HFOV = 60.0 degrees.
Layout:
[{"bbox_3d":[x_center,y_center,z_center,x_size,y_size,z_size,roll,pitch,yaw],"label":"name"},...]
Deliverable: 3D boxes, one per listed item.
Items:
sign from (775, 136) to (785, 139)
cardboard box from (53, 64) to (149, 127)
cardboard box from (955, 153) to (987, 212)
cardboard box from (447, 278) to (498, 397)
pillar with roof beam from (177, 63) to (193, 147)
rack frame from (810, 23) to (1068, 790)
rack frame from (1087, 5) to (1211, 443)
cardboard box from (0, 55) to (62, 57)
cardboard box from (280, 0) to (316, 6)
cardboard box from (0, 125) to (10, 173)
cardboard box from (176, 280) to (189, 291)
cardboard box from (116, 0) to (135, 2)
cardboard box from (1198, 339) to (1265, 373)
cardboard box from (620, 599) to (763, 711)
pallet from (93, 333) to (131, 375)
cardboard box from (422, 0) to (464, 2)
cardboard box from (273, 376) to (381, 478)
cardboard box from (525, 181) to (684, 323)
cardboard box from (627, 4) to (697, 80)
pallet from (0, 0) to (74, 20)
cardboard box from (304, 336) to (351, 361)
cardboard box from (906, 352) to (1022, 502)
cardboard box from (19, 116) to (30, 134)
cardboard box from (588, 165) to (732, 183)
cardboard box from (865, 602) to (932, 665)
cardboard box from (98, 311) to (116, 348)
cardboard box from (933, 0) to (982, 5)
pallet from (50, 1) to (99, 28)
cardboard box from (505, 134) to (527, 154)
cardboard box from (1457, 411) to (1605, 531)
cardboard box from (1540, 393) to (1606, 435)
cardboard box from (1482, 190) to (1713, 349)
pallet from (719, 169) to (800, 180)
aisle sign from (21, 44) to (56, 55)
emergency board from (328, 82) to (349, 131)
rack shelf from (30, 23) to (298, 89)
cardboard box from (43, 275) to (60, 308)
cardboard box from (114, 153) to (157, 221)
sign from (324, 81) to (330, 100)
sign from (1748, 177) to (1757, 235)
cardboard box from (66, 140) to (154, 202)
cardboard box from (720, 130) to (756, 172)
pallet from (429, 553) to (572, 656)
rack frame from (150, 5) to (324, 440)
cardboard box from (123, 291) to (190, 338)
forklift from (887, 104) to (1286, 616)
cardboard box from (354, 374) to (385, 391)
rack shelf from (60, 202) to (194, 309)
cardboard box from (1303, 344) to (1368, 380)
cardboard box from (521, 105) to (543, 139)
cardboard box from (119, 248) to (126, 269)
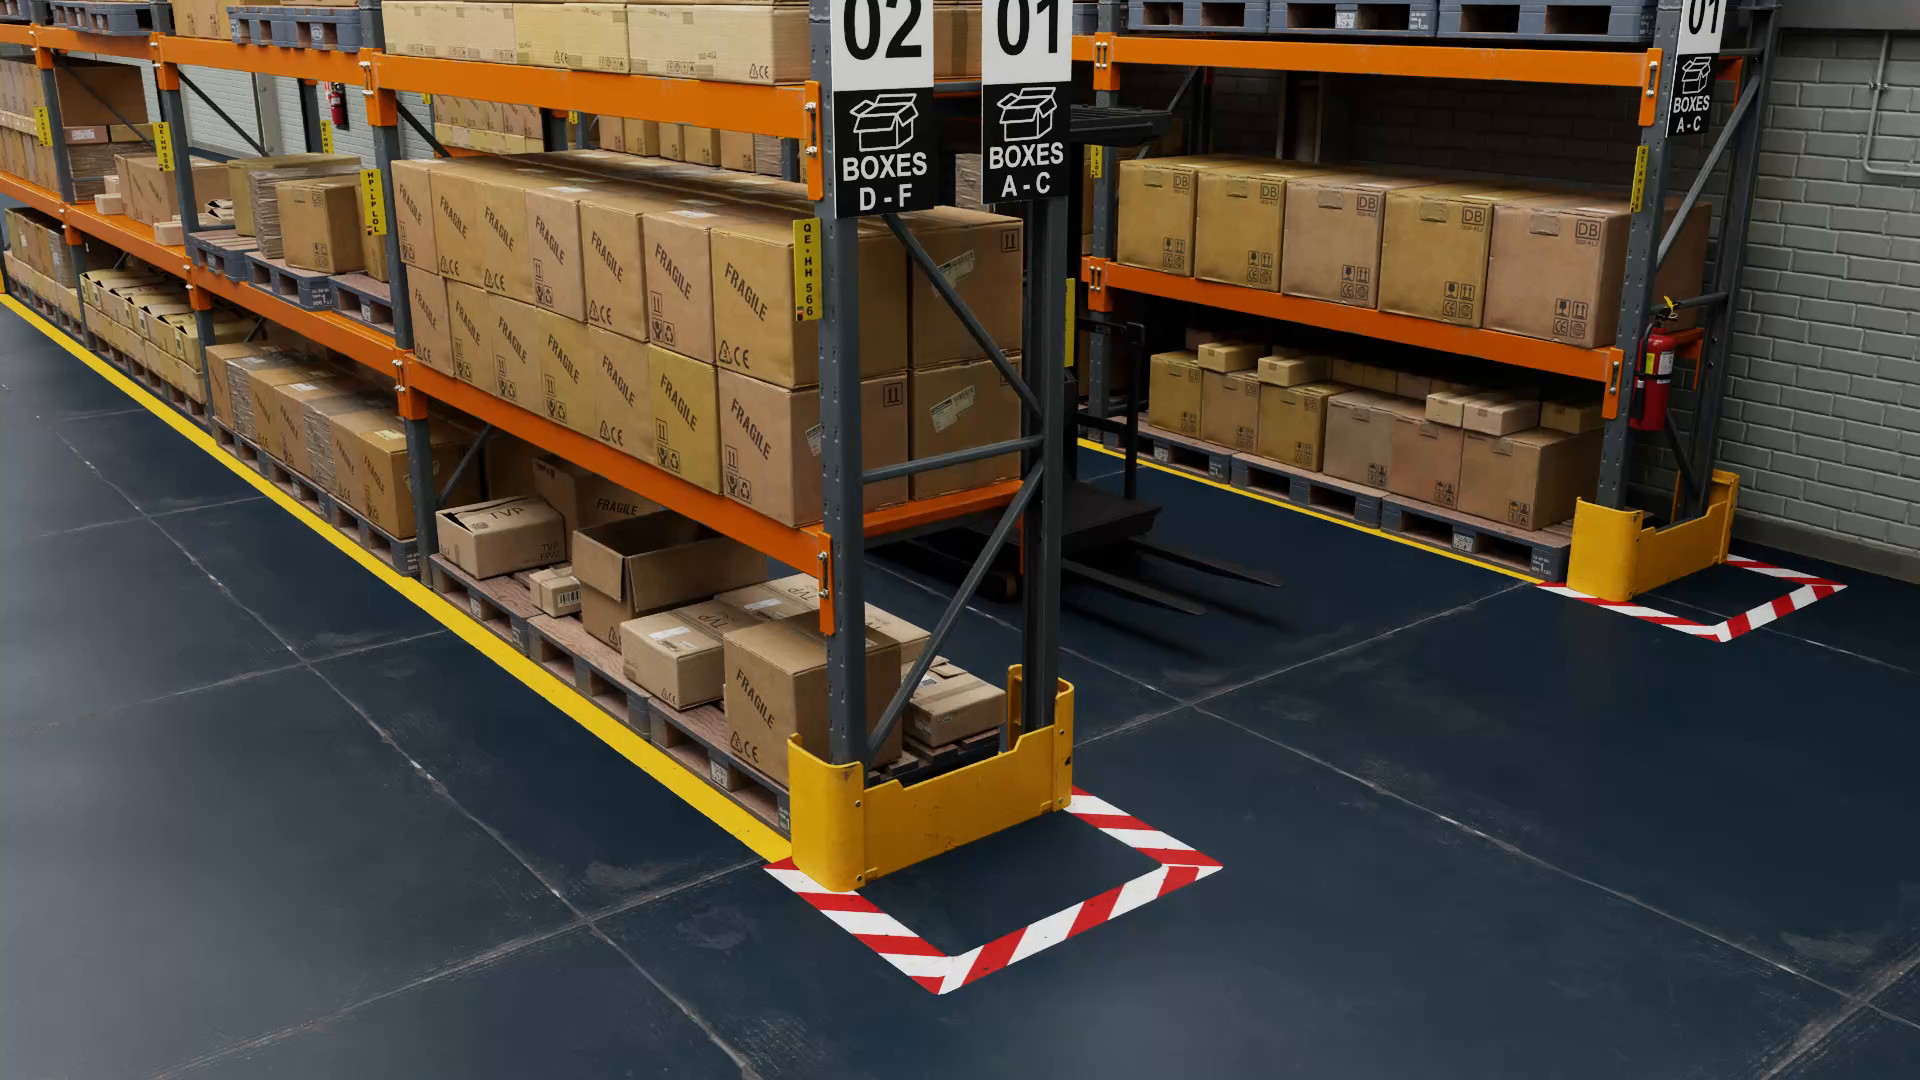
[{"bbox_3d":[-1.550,-3.621,14.310,0.100,0.325,0.005,-14,23,-36],"label":"sign"},{"bbox_3d":[-7.775,-4.006,14.967,0.700,0.500,0.500,-14,23,-36],"label":"cardboard box"},{"bbox_3d":[0.239,-2.743,12.712,0.500,0.500,0.500,-14,23,-36],"label":"cardboard box"},{"bbox_3d":[-2.104,-1.007,7.972,0.500,0.500,0.500,-13,23,-35],"label":"cardboard box"},{"bbox_3d":[-19.535,-11.628,30.663,9.100,9.000,0.400,-14,23,-36],"label":"pillar with roof beam"},{"bbox_3d":[-0.044,-0.278,5.930,1.000,3.000,0.127,-14,23,-36],"label":"rack frame"},{"bbox_3d":[1.353,-2.231,11.830,1.000,3.000,0.127,-14,23,-36],"label":"rack frame"},{"bbox_3d":[-9.666,-4.753,17.223,0.700,0.500,0.500,-14,23,-36],"label":"cardboard box"},{"bbox_3d":[-3.613,-3.449,9.747,0.600,0.600,0.600,-15,24,-38],"label":"cardboard box"},{"bbox_3d":[-9.698,-4.151,17.466,0.700,0.500,0.500,-14,23,-36],"label":"cardboard box"},{"bbox_3d":[-6.383,-2.101,14.250,0.500,0.311,0.500,-14,23,-36],"label":"cardboard box"},{"bbox_3d":[-6.023,-4.171,12.486,0.500,0.250,0.500,-15,23,-37],"label":"cardboard box"},{"bbox_3d":[1.807,-1.228,11.075,0.380,0.149,0.250,-13,22,-34],"label":"cardboard box"},{"bbox_3d":[-1.141,0.493,7.277,0.500,0.250,0.500,-14,23,-36],"label":"cardboard box"},{"bbox_3d":[-7.007,-1.737,14.773,1.003,0.211,1.213,-14,23,-36],"label":"pallet"},{"bbox_3d":[-2.109,-2.563,7.501,0.500,0.250,0.500,-14,23,-36],"label":"cardboard box"},{"bbox_3d":[-3.988,-0.724,10.552,0.500,0.500,0.500,-15,23,-38],"label":"cardboard box"},{"bbox_3d":[-1.495,-1.234,7.067,0.500,0.500,0.500,-13,22,-34],"label":"cardboard box"},{"bbox_3d":[-0.872,-1.831,6.088,0.500,0.250,0.500,-14,23,-36],"label":"cardboard box"},{"bbox_3d":[-8.045,-4.822,15.022,1.003,0.211,1.213,-14,23,-36],"label":"pallet"},{"bbox_3d":[-4.208,-1.430,11.492,0.500,0.250,0.500,-13,22,-34],"label":"cardboard box"},{"bbox_3d":[-0.113,-0.486,6.400,0.500,0.500,0.500,-13,23,-35],"label":"cardboard box"},{"bbox_3d":[-8.786,-3.994,15.960,0.380,0.149,0.250,-13,22,-34],"label":"cardboard box"},{"bbox_3d":[-1.378,-1.462,7.756,0.500,0.500,0.500,-14,23,-36],"label":"cardboard box"},{"bbox_3d":[-0.470,0.506,7.237,0.500,0.250,0.500,-14,23,-36],"label":"cardboard box"},{"bbox_3d":[-7.122,-1.855,14.399,0.500,0.250,0.500,-13,23,-35],"label":"cardboard box"},{"bbox_3d":[-0.159,-2.046,5.940,0.500,0.250,0.500,-14,23,-36],"label":"cardboard box"},{"bbox_3d":[-6.937,-4.353,13.770,0.805,0.209,1.217,-15,24,-38],"label":"pallet"},{"bbox_3d":[-4.773,-4.444,18.718,0.500,0.250,0.500,-14,23,-36],"label":"cardboard box"},{"bbox_3d":[3.324,-0.411,9.642,0.700,0.500,0.500,-14,23,-36],"label":"cardboard box"},{"bbox_3d":[3.558,-0.728,9.565,0.380,0.149,0.250,-14,23,-36],"label":"cardboard box"},{"bbox_3d":[3.512,-1.512,9.179,0.980,0.700,0.700,-13,22,-34],"label":"cardboard box"},{"bbox_3d":[-1.656,-3.281,15.304,1.213,0.211,1.003,-14,23,-36],"label":"pallet"},{"bbox_3d":[-9.789,-5.528,17.650,0.394,0.787,0.004,-14,23,-36],"label":"aisle sign"},{"bbox_3d":[-10.215,-7.280,27.075,0.194,1.169,0.643,-14,23,-36],"label":"emergency board"},{"bbox_3d":[-6.253,-3.825,13.014,1.077,0.370,4.000,-14,23,-36],"label":"rack shelf"},{"bbox_3d":[-8.579,-2.446,16.184,0.500,0.250,0.500,-14,23,-36],"label":"cardboard box"},{"bbox_3d":[-6.704,-2.960,13.871,0.500,0.500,0.500,-12,22,-32],"label":"cardboard box"},{"bbox_3d":[-10.477,-7.453,27.542,0.001,0.329,0.234,-14,23,-36],"label":"sign"},{"bbox_3d":[4.276,-1.801,9.027,0.100,0.325,0.005,-14,23,-36],"label":"sign"},{"bbox_3d":[-7.775,-3.391,15.171,0.700,0.500,0.500,-15,23,-38],"label":"cardboard box"},{"bbox_3d":[-1.798,-3.720,15.465,0.700,0.500,0.500,-17,25,-41],"label":"cardboard box"},{"bbox_3d":[-2.102,0.230,8.834,1.003,0.211,1.213,-14,23,-36],"label":"pallet"},{"bbox_3d":[-5.011,-2.249,11.884,1.000,3.000,0.127,-14,23,-36],"label":"rack frame"},{"bbox_3d":[-6.478,-1.866,13.541,0.500,0.311,0.500,-13,22,-35],"label":"cardboard box"},{"bbox_3d":[0.415,-1.243,8.953,1.130,2.935,3.031,-15,24,-39],"label":"forklift"},{"bbox_3d":[-3.595,-0.831,10.878,0.500,0.500,0.500,-15,24,-38],"label":"cardboard box"},{"bbox_3d":[-6.253,-2.401,13.485,1.077,0.370,4.000,-14,23,-36],"label":"rack shelf"},{"bbox_3d":[2.452,-1.166,10.887,0.380,0.149,0.250,-14,23,-36],"label":"cardboard box"},{"bbox_3d":[-4.464,-4.675,18.223,0.500,0.500,0.500,-14,23,-36],"label":"cardboard box"},{"bbox_3d":[-7.854,-2.782,16.006,0.500,0.500,0.500,-14,23,-36],"label":"cardboard box"}]
